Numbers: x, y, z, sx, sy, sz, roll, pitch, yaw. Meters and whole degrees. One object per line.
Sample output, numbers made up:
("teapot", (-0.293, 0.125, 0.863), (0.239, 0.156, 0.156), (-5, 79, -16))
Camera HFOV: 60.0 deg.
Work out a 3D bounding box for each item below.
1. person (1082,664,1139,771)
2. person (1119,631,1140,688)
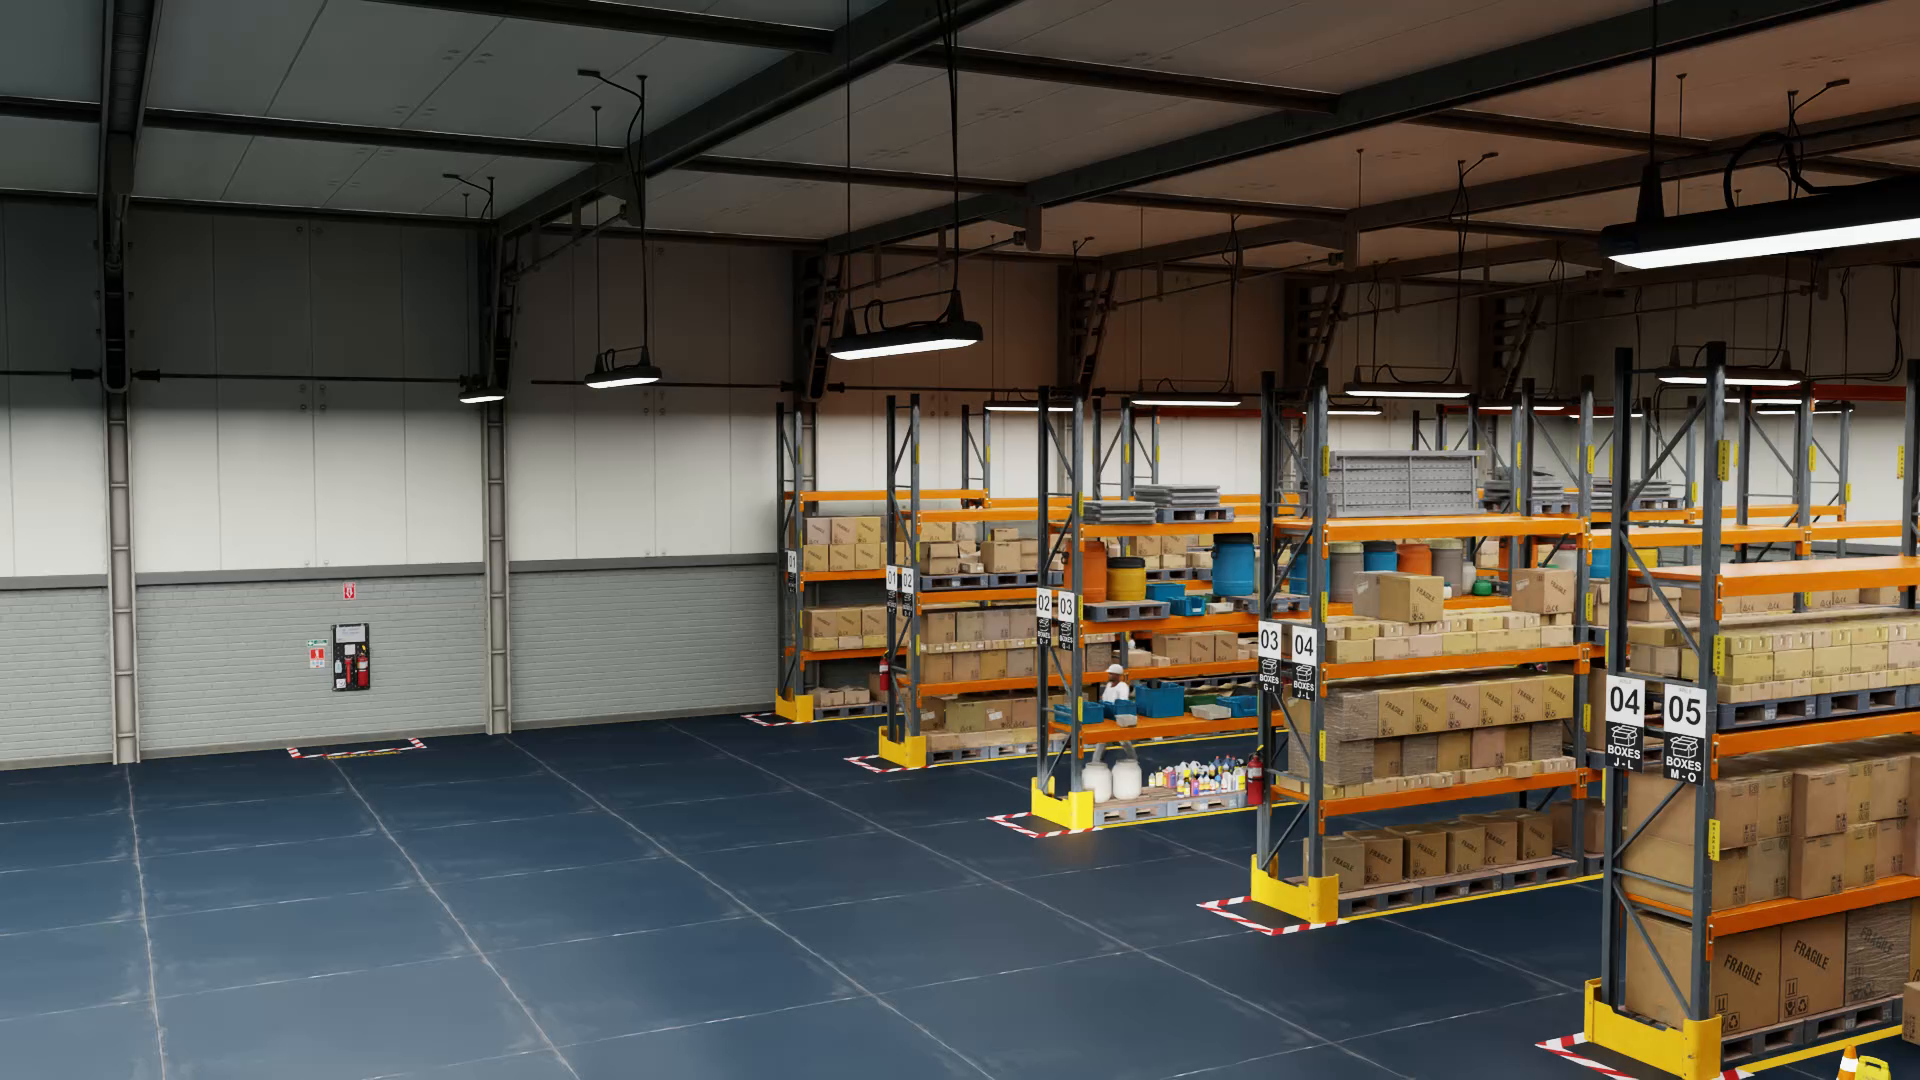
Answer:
("person", (2.369, 2.812, 26.061), (1.031, 1.716, 0.595), (-2, 4, -32))
("person", (3.217, 2.490, 32.549), (1.044, 1.599, 0.461), (-2, 4, -37))
